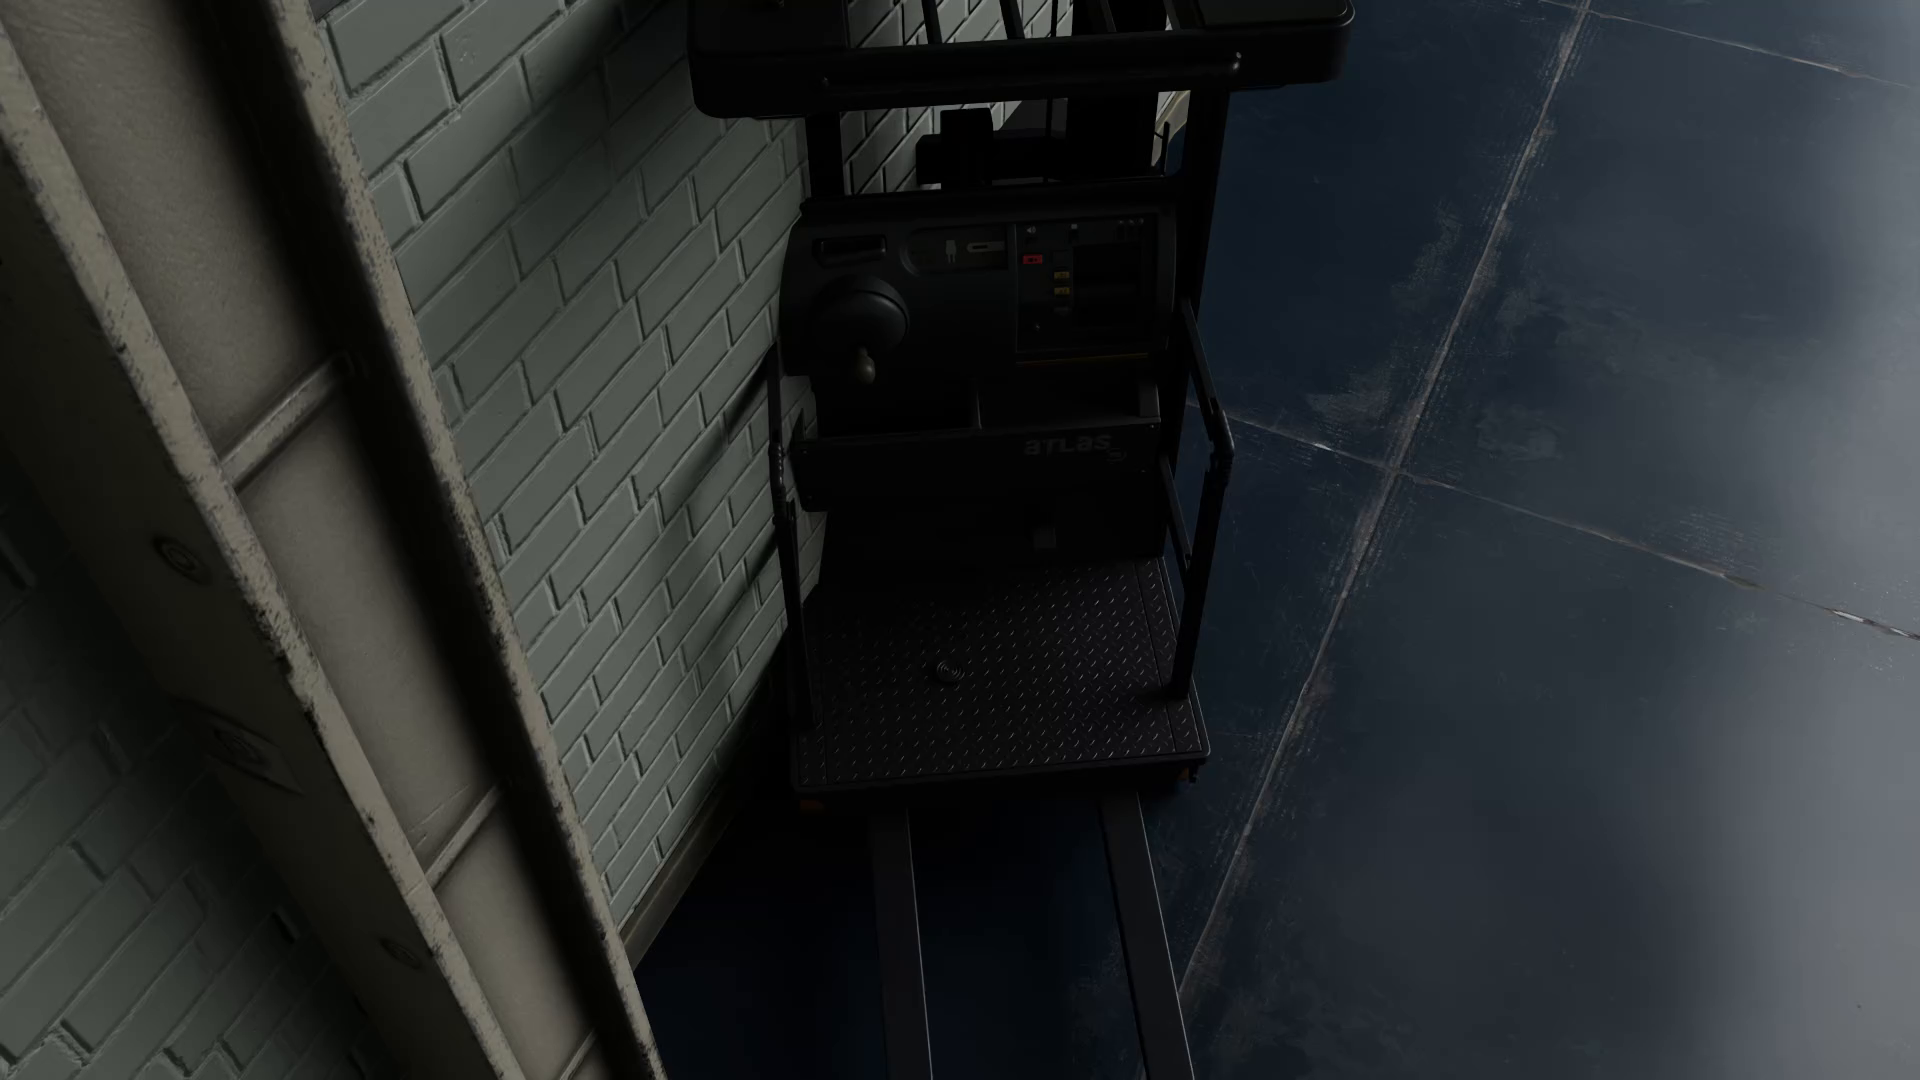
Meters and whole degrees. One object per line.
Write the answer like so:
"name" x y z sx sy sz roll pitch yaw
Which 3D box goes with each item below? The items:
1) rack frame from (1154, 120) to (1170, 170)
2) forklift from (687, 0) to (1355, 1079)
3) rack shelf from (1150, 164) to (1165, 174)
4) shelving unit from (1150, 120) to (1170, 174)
"rack frame" 0.571 -1.072 5.571 0.006 0.900 0.240 -35 58 -26
"forklift" 0.064 -0.476 3.730 1.130 2.935 3.031 -4 50 -4
"rack shelf" 0.496 -1.173 5.346 0.200 0.077 0.258 -35 58 -26
"shelving unit" 0.496 -1.019 5.527 0.210 0.900 0.258 -35 58 -26
